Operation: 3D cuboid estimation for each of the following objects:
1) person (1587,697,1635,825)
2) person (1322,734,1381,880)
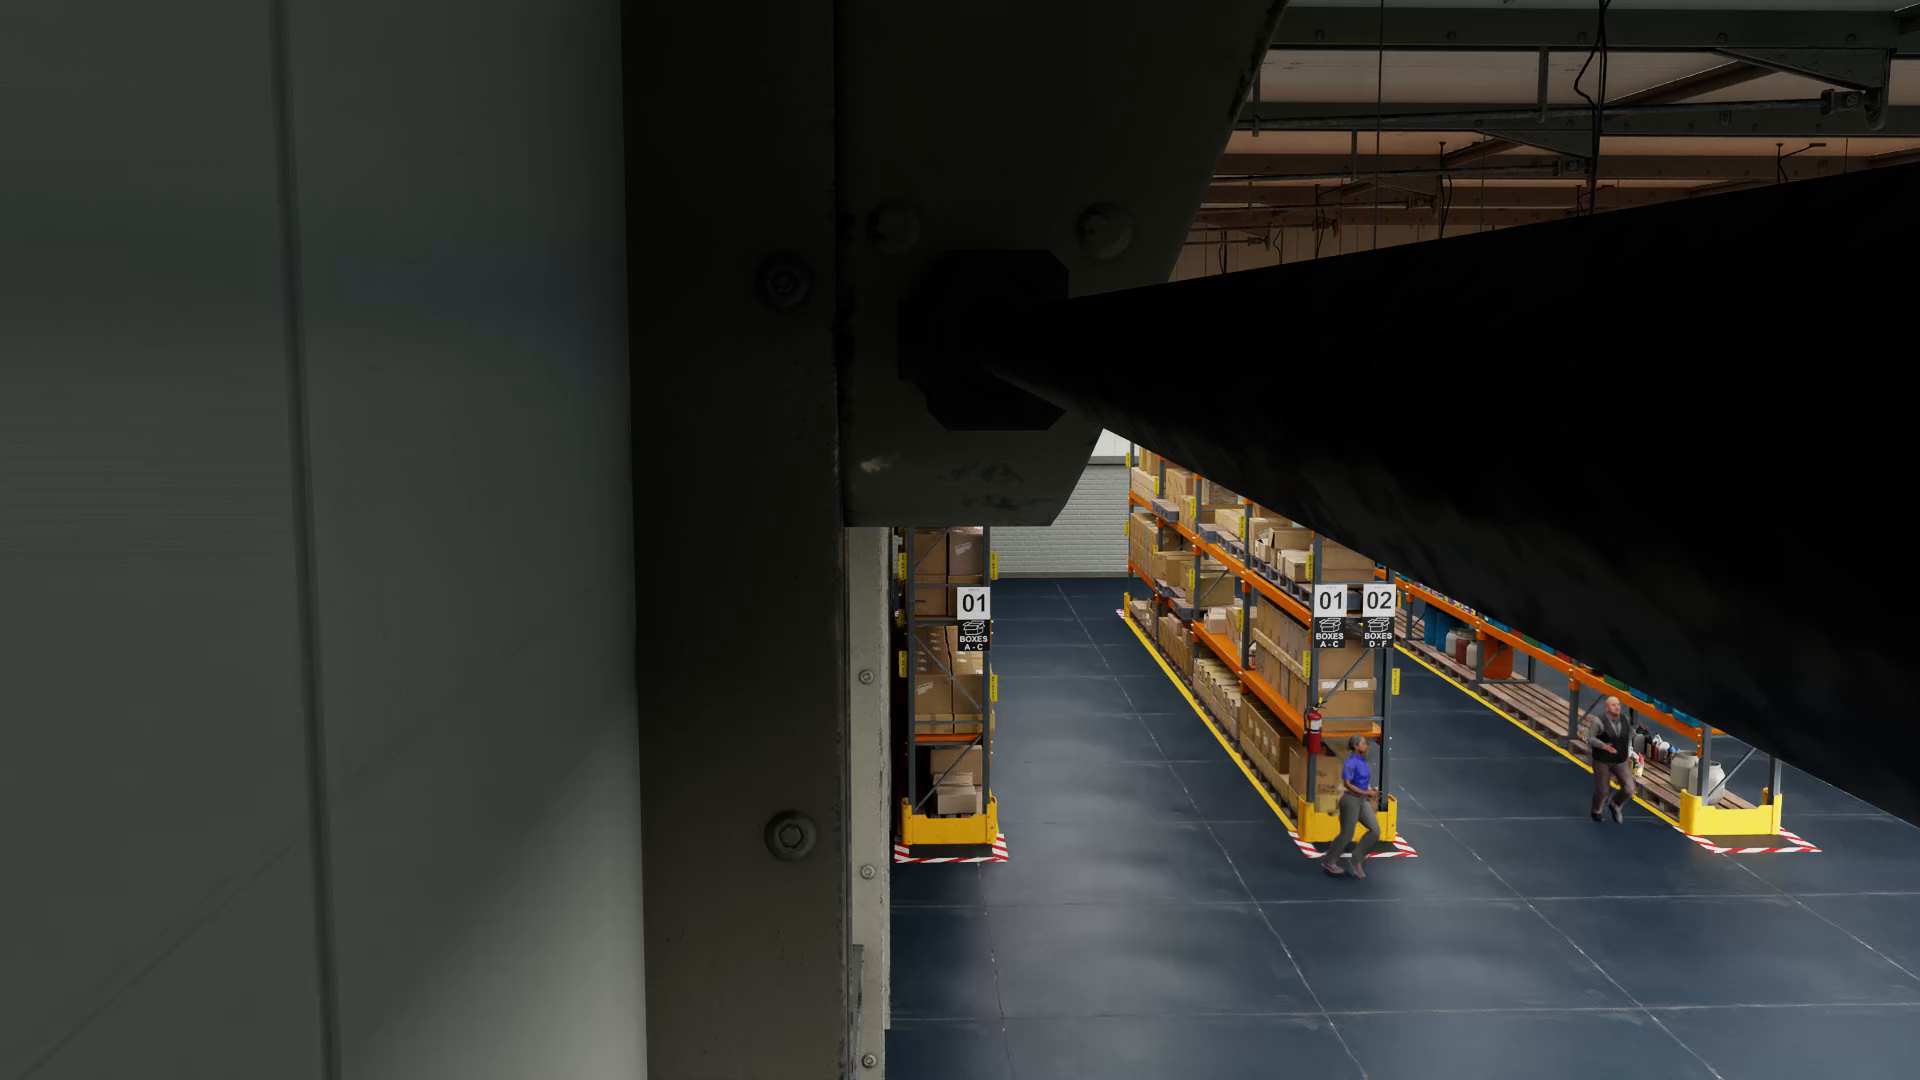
[{"bbox_3d":[8.252,2.803,21.059,0.661,1.669,0.740,0,7,-3],"label":"person"},{"bbox_3d":[4.577,3.116,19.249,0.645,1.562,0.603,6,9,38],"label":"person"}]
